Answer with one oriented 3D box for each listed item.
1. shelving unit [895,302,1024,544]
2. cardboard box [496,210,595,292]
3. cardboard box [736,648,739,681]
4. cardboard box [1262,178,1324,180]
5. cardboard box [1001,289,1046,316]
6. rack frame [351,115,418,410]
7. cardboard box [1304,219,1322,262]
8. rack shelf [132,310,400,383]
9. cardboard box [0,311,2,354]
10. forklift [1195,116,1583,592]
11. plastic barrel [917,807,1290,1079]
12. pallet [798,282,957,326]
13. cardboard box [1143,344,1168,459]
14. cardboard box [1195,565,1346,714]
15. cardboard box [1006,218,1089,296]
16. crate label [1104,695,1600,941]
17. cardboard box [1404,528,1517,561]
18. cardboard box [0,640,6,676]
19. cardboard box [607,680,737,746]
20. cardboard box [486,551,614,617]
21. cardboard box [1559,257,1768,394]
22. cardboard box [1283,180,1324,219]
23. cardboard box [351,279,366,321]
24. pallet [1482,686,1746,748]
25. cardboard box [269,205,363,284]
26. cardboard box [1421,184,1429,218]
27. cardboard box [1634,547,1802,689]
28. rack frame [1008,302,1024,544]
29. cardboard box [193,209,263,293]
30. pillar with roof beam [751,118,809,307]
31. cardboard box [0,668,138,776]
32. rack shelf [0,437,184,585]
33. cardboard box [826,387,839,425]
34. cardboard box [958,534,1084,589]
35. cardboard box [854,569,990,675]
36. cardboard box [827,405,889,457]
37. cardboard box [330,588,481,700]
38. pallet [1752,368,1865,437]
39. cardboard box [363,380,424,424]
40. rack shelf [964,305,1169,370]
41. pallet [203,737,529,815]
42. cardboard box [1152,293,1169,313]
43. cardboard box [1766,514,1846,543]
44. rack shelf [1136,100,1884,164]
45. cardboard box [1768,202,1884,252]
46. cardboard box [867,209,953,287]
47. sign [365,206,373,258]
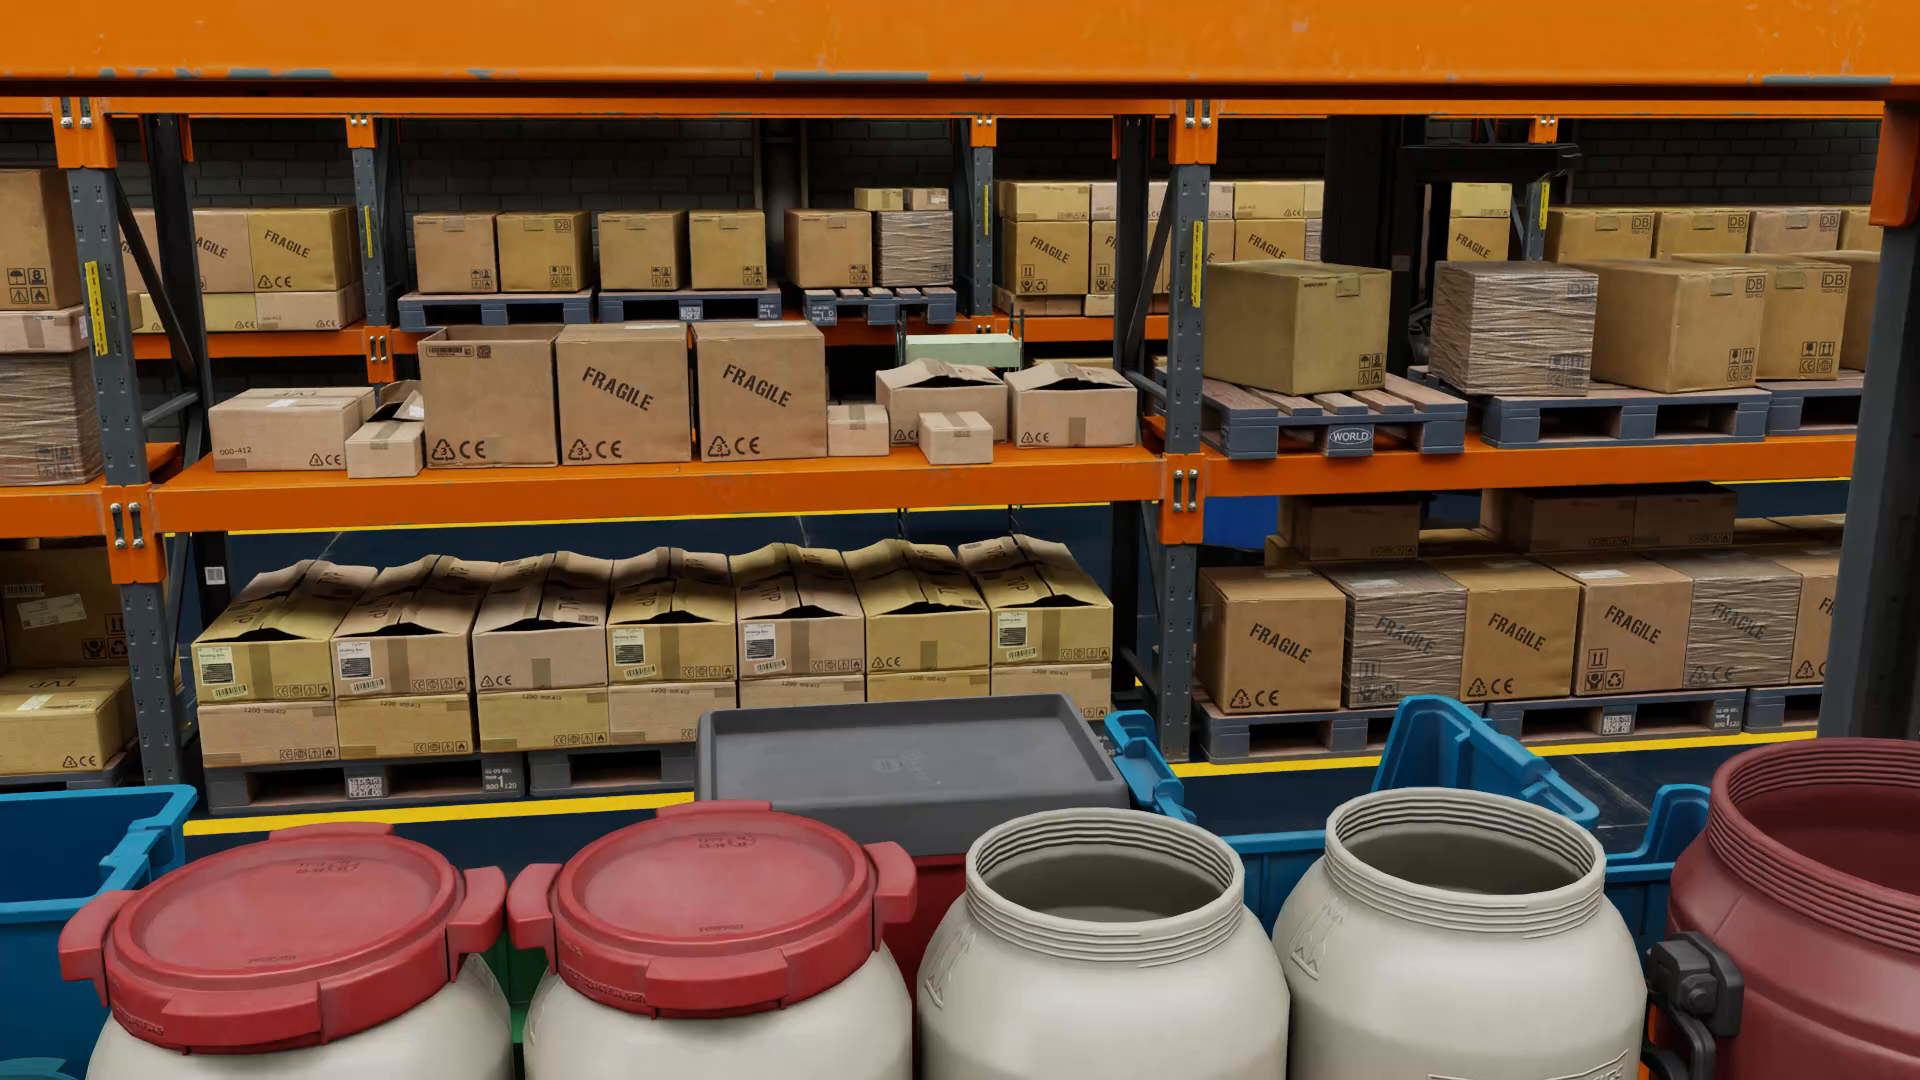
[{"bbox_3d":[-0.007,-0.727,10.538,0.755,1.500,0.431,-2,14,-8],"label":"shelving unit"},{"bbox_3d":[-2.807,-1.972,11.309,0.500,0.500,0.700,-1,14,-3],"label":"cardboard box"},{"bbox_3d":[-0.744,0.482,7.422,0.500,0.250,0.500,-2,14,-10],"label":"cardboard box"},{"bbox_3d":[2.536,-2.544,12.298,0.500,0.250,0.500,-3,14,-10],"label":"cardboard box"},{"bbox_3d":[0.446,-1.670,11.692,0.250,0.149,0.380,-2,14,-9],"label":"cardboard box"},{"bbox_3d":[-3.869,-1.681,11.260,0.127,3.000,1.000,-2,14,-8],"label":"rack frame"},{"bbox_3d":[2.621,-2.059,11.909,0.500,0.500,0.500,-2,14,-8],"label":"cardboard box"},{"bbox_3d":[-5.847,-1.260,11.059,4.000,0.370,1.077,-2,14,-8],"label":"rack shelf"},{"bbox_3d":[-3.609,-0.783,6.140,0.250,0.149,0.380,-2,14,-9],"label":"cardboard box"},{"bbox_3d":[2.726,-1.082,9.013,3.031,2.935,1.130,7,15,24],"label":"forklift"},{"bbox_3d":[0.160,0.606,1.908,0.421,0.512,0.421,0,14,0],"label":"plastic barrel"},{"bbox_3d":[-0.603,-1.682,11.656,1.003,0.211,1.213,-2,14,-8],"label":"pallet"},{"bbox_3d":[1.700,-1.013,12.149,0.750,0.750,0.750,-2,14,-9],"label":"cardboard box"},{"bbox_3d":[1.320,0.416,7.130,0.500,0.500,0.500,-1,14,-6],"label":"cardboard box"},{"bbox_3d":[0.604,-1.985,11.612,0.500,0.500,0.500,-2,14,-7],"label":"cardboard box"},{"bbox_3d":[0.539,0.510,2.447,0.616,0.435,0.502,-2,14,-8],"label":"crate label"},{"bbox_3d":[2.229,0.255,7.773,0.500,0.500,0.500,-3,14,-10],"label":"cardboard box"},{"bbox_3d":[-4.050,0.361,6.364,0.500,0.500,0.500,-2,14,-8],"label":"cardboard box"},{"bbox_3d":[-1.171,0.629,6.836,0.500,0.250,0.500,-2,14,-7],"label":"cardboard box"},{"bbox_3d":[-1.763,0.246,7.209,0.500,0.311,0.500,-2,14,-8],"label":"cardboard box"},{"bbox_3d":[3.045,-0.953,7.288,0.500,0.500,0.700,-6,15,-23],"label":"cardboard box"},{"bbox_3d":[2.606,-2.424,11.823,0.500,0.250,0.500,-2,14,-7],"label":"cardboard box"},{"bbox_3d":[-4.366,-1.653,11.414,0.500,0.250,0.500,-2,14,-8],"label":"cardboard box"},{"bbox_3d":[2.775,0.656,7.671,1.213,0.211,1.003,-2,14,-8],"label":"pallet"},{"bbox_3d":[-4.365,-2.015,11.317,0.500,0.500,0.500,-2,14,-10],"label":"cardboard box"},{"bbox_3d":[3.111,-2.443,11.897,0.500,0.250,0.500,-2,14,-7],"label":"cardboard box"},{"bbox_3d":[3.352,0.340,7.434,0.500,0.500,0.500,-2,14,-8],"label":"cardboard box"},{"bbox_3d":[0.355,-0.740,10.591,0.023,1.500,0.400,-2,14,-8],"label":"rack frame"},{"bbox_3d":[-4.784,-1.871,10.742,0.500,0.500,0.500,-2,14,-9],"label":"cardboard box"},{"bbox_3d":[-0.687,-3.862,7.621,0.400,9.000,9.100,-2,14,-8],"label":"pillar with roof beam"},{"bbox_3d":[-3.554,0.709,6.516,0.500,0.250,0.500,-2,14,-8],"label":"cardboard box"},{"bbox_3d":[-5.105,-0.069,6.308,4.000,0.370,1.077,-2,14,-8],"label":"rack shelf"},{"bbox_3d":[-1.145,-0.798,11.972,0.500,0.500,0.700,-2,14,-8],"label":"cardboard box"},{"bbox_3d":[0.266,0.171,7.508,0.500,0.311,0.500,-2,14,-6],"label":"cardboard box"},{"bbox_3d":[-0.167,0.322,6.909,0.500,0.311,0.500,-2,14,-9],"label":"cardboard box"},{"bbox_3d":[-0.425,-0.453,6.880,0.250,0.149,0.380,-1,14,-4],"label":"cardboard box"},{"bbox_3d":[-2.186,0.396,6.613,0.500,0.311,0.500,-2,14,-9],"label":"cardboard box"},{"bbox_3d":[3.977,-0.684,7.678,1.213,0.211,1.003,-2,14,-8],"label":"pallet"},{"bbox_3d":[-2.286,-0.501,6.829,0.258,0.266,0.396,-2,14,-10],"label":"cardboard box"},{"bbox_3d":[2.064,-1.550,12.215,4.000,0.370,1.077,-2,14,-8],"label":"rack shelf"},{"bbox_3d":[-2.405,0.826,6.992,1.213,0.211,1.003,-2,14,-8],"label":"pallet"},{"bbox_3d":[1.458,-1.717,11.877,0.250,0.149,0.380,-2,14,-7],"label":"cardboard box"},{"bbox_3d":[4.268,0.178,8.080,0.500,0.500,0.500,-3,14,-11],"label":"cardboard box"},{"bbox_3d":[2.805,-1.813,7.099,4.000,0.370,1.077,-2,14,-8],"label":"rack shelf"},{"bbox_3d":[6.776,-2.212,12.758,0.700,0.700,0.980,-2,14,-9],"label":"cardboard box"},{"bbox_3d":[-0.377,-2.069,11.695,0.500,0.500,0.700,-4,15,-15],"label":"cardboard box"},{"bbox_3d":[-3.781,-1.971,10.635,0.005,0.325,0.100,-2,14,-8],"label":"sign"}]
